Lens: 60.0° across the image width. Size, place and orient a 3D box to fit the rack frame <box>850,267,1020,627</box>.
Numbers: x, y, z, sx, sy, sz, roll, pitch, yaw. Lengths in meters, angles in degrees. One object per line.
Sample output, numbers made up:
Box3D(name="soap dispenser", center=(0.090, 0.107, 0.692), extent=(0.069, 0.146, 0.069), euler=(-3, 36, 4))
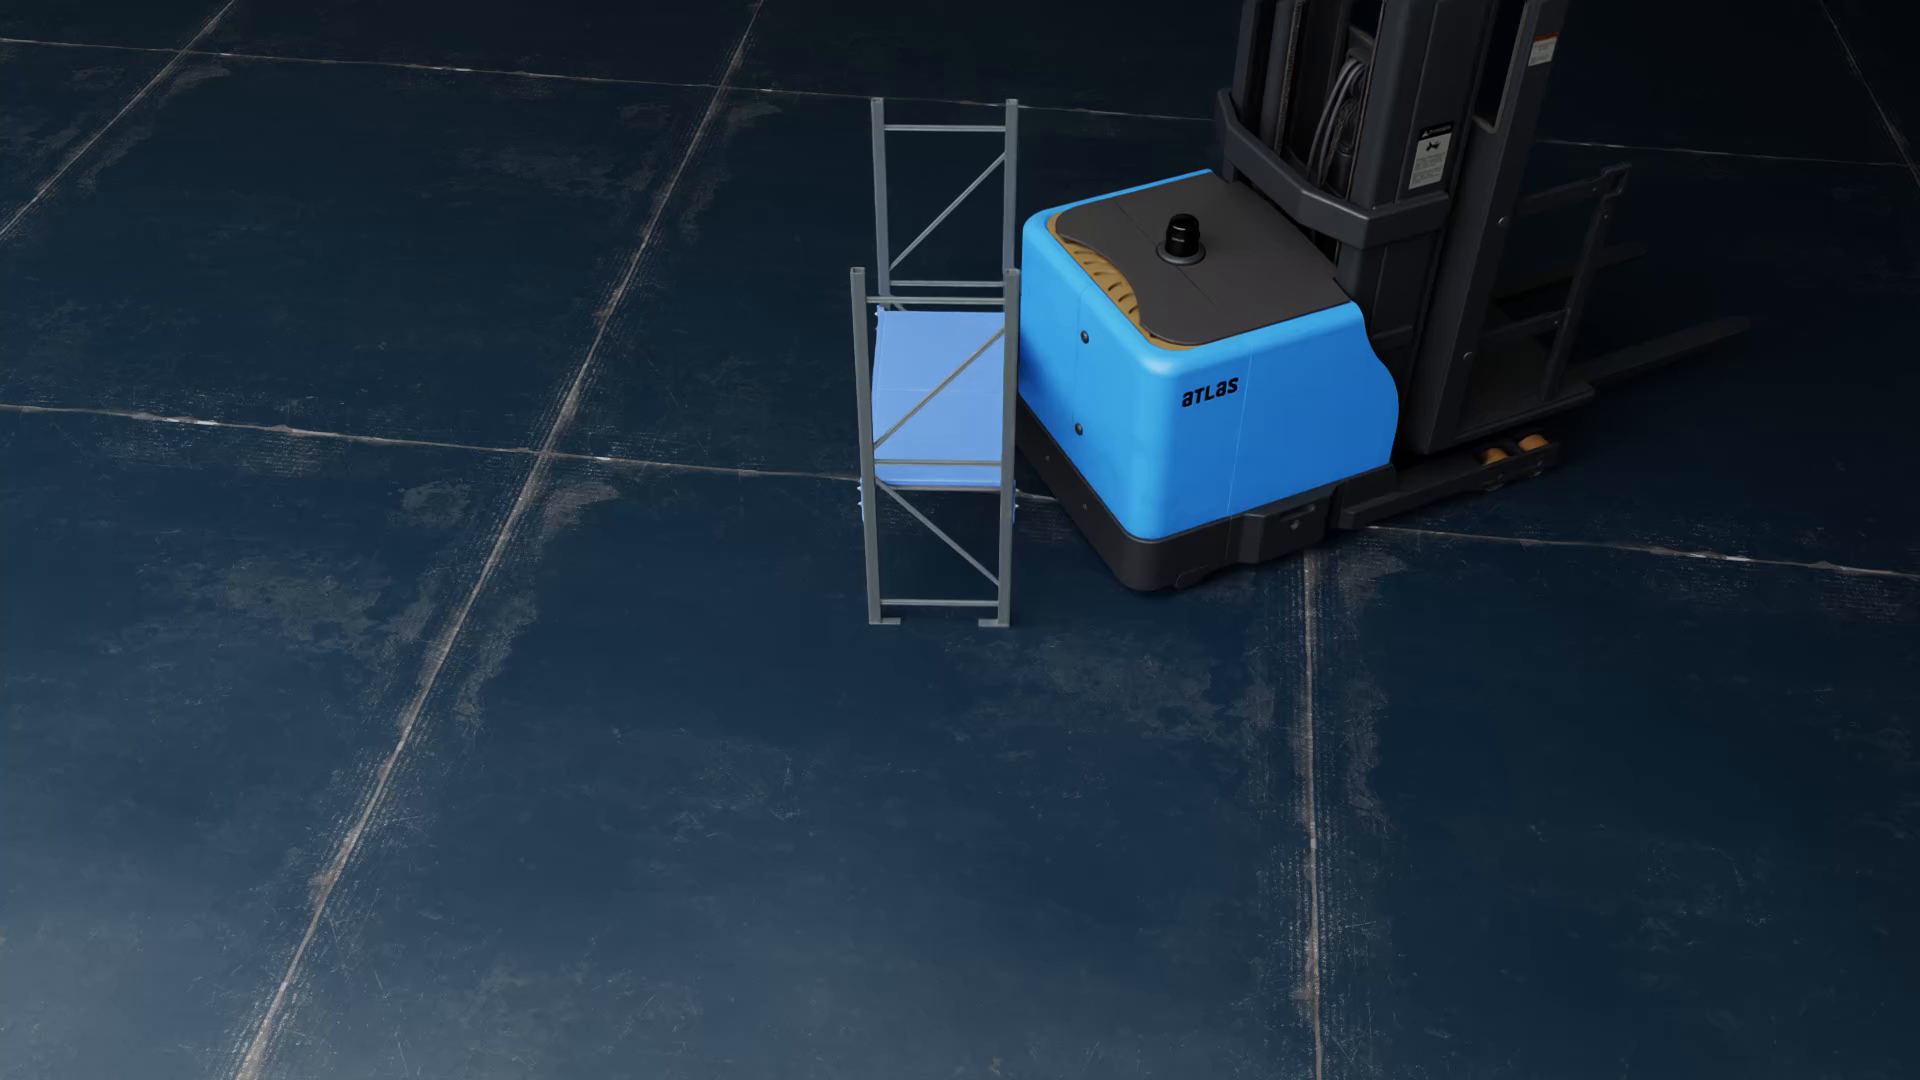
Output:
Box3D(name="rack frame", center=(-0.073, -0.248, 5.422), extent=(0.500, 1.500, 0.032), euler=(1, 43, 1))

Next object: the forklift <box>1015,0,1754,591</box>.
Box3D(name="forklift", center=(1.769, -1.568, 5.774), extent=(3.031, 2.935, 1.130), euler=(-18, 46, -18))

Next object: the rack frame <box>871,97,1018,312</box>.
Box3D(name="rack frame", center=(-0.052, -0.947, 6.160), extent=(0.500, 1.500, 0.032), euler=(1, 43, 1))

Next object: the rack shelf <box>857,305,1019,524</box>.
Box3D(name="rack shelf", center=(-0.063, -0.467, 5.914), extent=(0.538, 0.185, 1.000), euler=(1, 43, 1))

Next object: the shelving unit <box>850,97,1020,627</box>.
Box3D(name="shelving unit", center=(-0.063, -0.598, 5.791), extent=(0.538, 1.500, 1.048), euler=(1, 43, 1))
